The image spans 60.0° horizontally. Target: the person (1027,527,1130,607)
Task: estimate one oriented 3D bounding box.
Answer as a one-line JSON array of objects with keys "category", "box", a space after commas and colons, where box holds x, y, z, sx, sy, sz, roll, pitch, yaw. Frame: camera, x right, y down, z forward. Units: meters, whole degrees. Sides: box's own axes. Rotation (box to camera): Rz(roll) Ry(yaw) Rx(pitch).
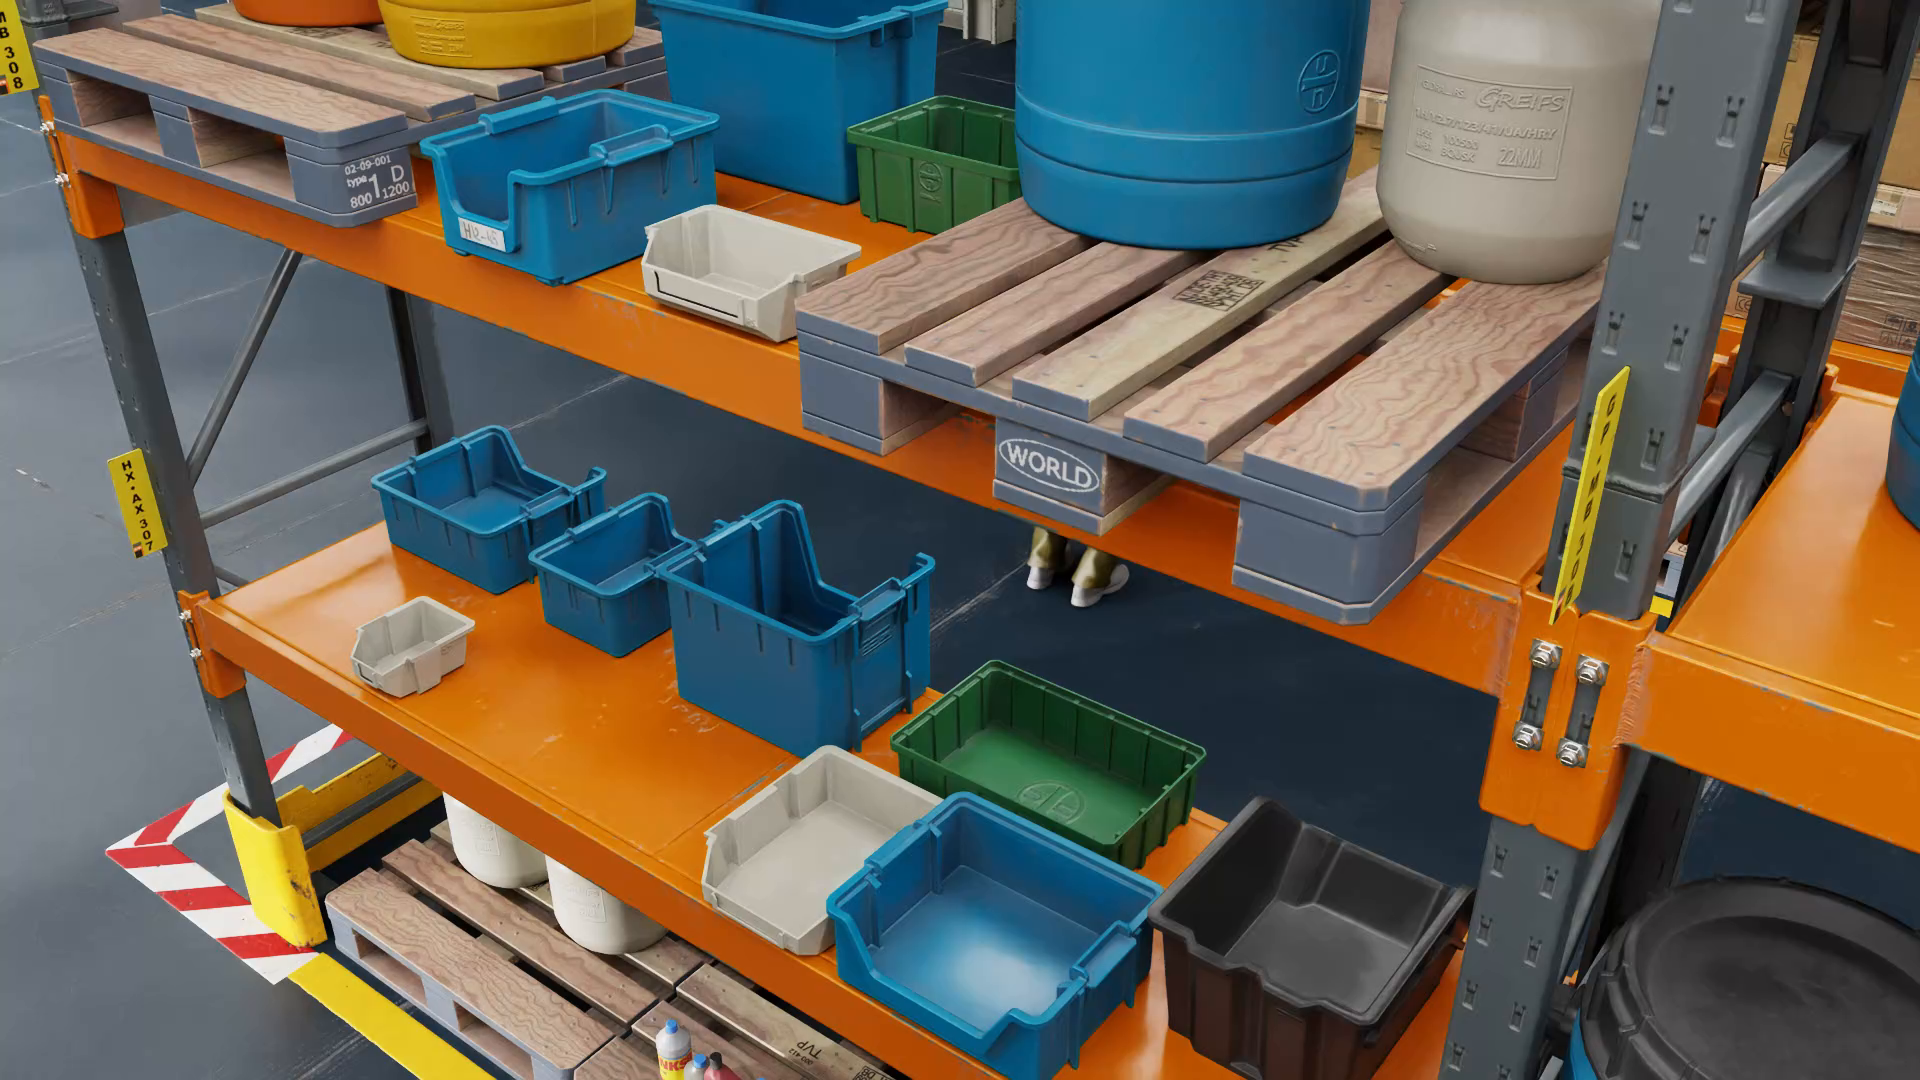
[{"category": "person", "box": [0.565, -0.330, 7.375, 0.616, 1.101, 0.873, 21, 36, 31]}]
